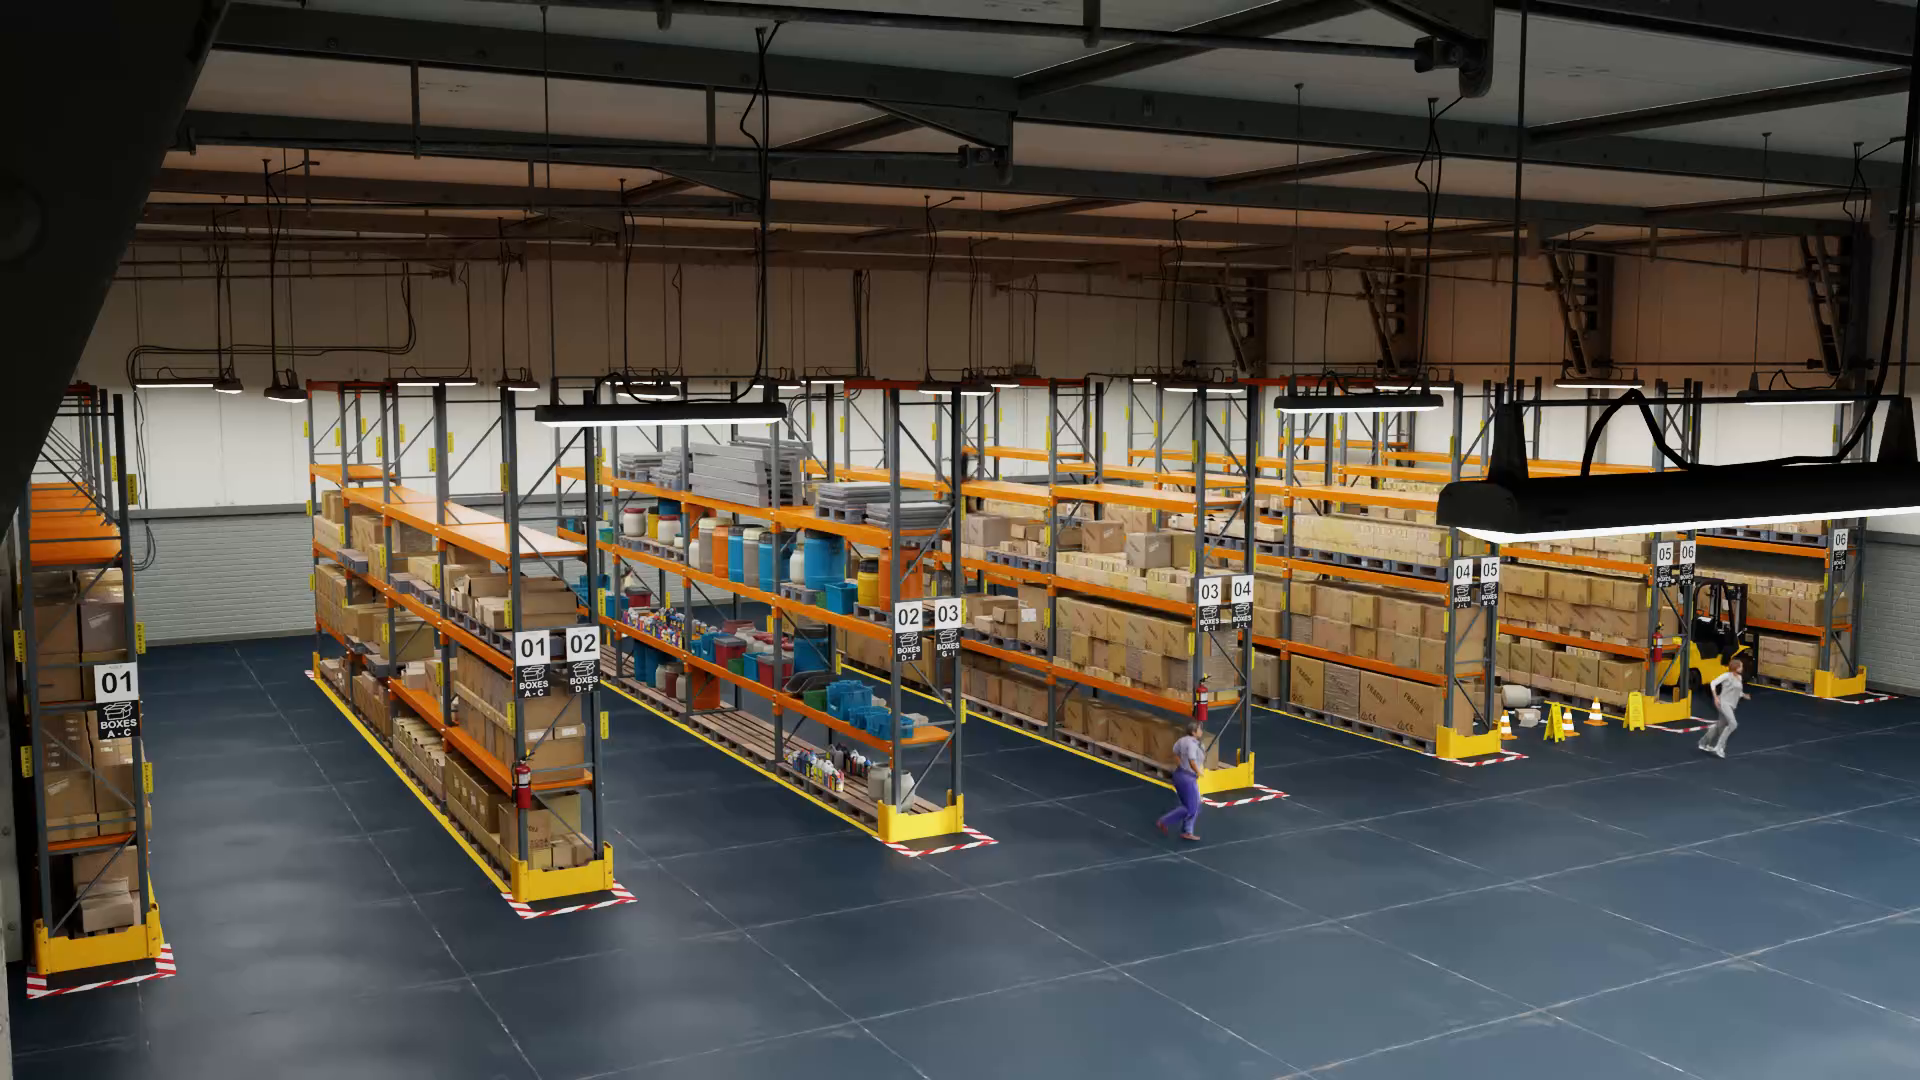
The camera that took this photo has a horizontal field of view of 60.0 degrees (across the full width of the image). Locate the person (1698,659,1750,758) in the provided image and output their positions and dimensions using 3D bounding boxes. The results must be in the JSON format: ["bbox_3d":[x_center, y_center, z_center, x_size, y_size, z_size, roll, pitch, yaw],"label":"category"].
[{"bbox_3d":[12.354,2.692,26.850,0.680,1.530,0.726,-5,8,-40],"label":"person"}]

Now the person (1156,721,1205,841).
[{"bbox_3d":[2.924,3.205,22.063,0.645,1.606,0.588,0,6,-3],"label":"person"}]

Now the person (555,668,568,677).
[{"bbox_3d":[-7.538,2.160,31.549,0.610,1.701,0.636,-1,6,-13],"label":"person"}]

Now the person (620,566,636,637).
[{"bbox_3d":[-7.684,1.411,38.574,0.622,1.617,0.608,-1,6,-8],"label":"person"}]
